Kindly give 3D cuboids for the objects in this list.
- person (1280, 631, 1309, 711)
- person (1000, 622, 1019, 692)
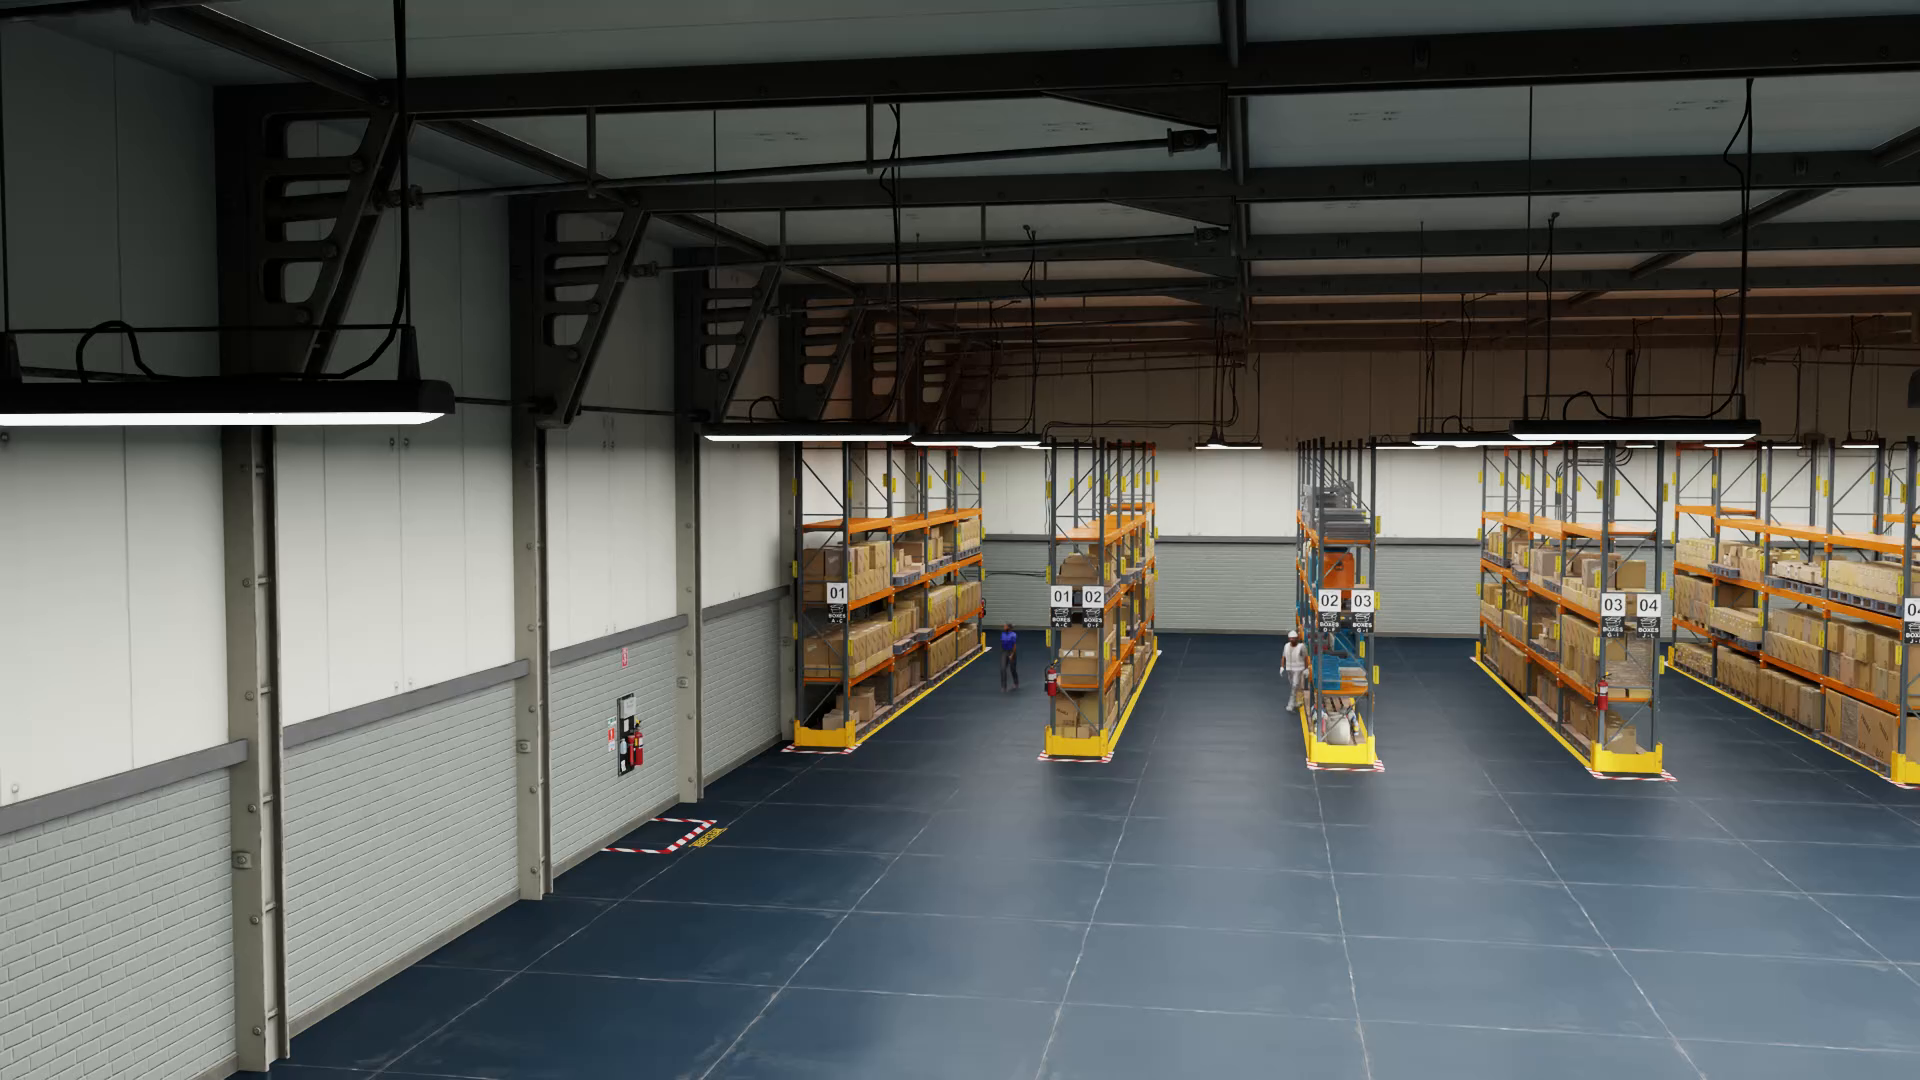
[{"bbox_3d":[7.358,2.875,36.777,0.985,1.731,0.579,-3,4,-42],"label":"person"},{"bbox_3d":[1.160,2.808,39.960,0.475,1.698,0.727,2,3,30],"label":"person"}]
